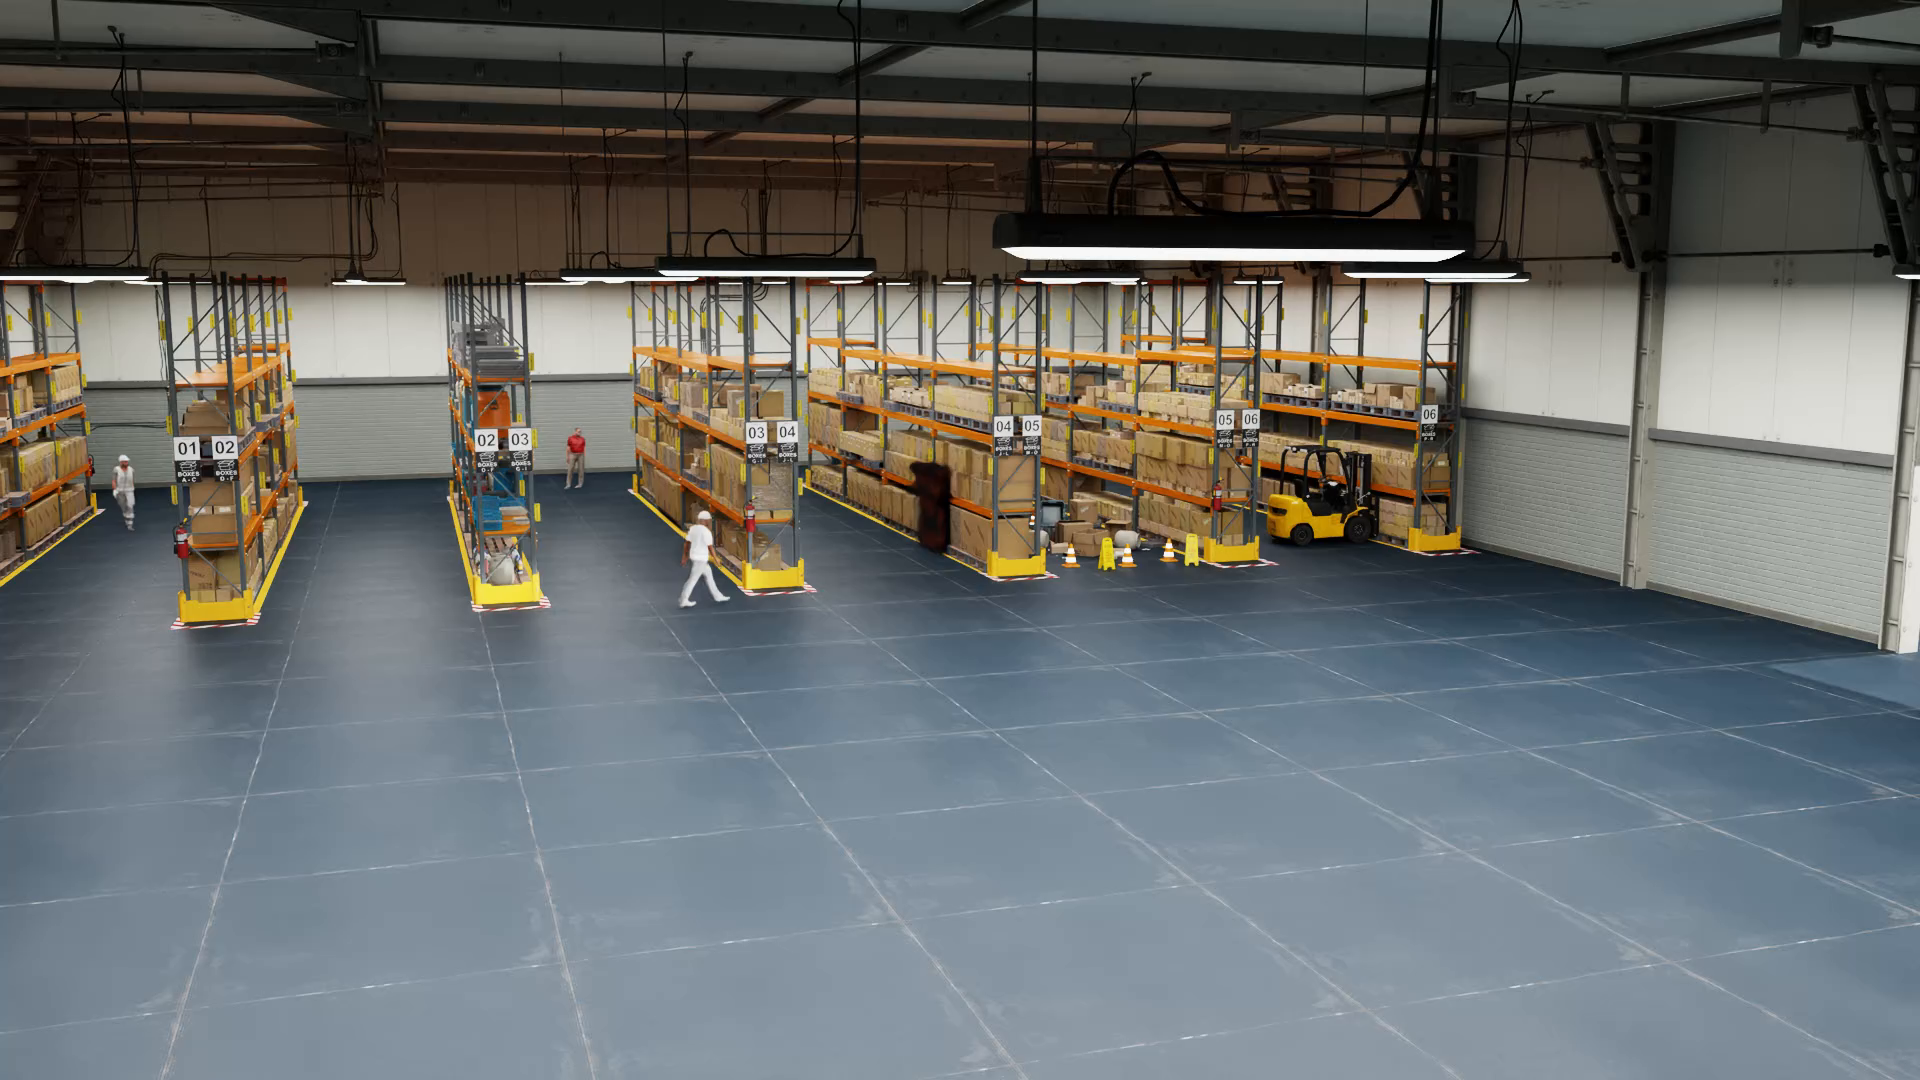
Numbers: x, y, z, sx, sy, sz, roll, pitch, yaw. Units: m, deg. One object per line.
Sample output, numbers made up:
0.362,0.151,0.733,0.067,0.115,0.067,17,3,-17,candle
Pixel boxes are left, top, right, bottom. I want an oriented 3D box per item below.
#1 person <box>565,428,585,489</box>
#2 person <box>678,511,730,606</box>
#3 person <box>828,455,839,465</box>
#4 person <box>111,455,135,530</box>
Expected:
-11.121,-2.369,48.016,0.629,1.743,0.405,-3,9,-18,person
-4.604,0.326,30.042,1.026,1.701,0.539,-4,9,-24,person
-3.756,-2.607,49.944,0.454,1.600,0.415,8,12,44,person
-19.987,-1.147,39.727,0.472,1.750,0.947,-2,9,-15,person
